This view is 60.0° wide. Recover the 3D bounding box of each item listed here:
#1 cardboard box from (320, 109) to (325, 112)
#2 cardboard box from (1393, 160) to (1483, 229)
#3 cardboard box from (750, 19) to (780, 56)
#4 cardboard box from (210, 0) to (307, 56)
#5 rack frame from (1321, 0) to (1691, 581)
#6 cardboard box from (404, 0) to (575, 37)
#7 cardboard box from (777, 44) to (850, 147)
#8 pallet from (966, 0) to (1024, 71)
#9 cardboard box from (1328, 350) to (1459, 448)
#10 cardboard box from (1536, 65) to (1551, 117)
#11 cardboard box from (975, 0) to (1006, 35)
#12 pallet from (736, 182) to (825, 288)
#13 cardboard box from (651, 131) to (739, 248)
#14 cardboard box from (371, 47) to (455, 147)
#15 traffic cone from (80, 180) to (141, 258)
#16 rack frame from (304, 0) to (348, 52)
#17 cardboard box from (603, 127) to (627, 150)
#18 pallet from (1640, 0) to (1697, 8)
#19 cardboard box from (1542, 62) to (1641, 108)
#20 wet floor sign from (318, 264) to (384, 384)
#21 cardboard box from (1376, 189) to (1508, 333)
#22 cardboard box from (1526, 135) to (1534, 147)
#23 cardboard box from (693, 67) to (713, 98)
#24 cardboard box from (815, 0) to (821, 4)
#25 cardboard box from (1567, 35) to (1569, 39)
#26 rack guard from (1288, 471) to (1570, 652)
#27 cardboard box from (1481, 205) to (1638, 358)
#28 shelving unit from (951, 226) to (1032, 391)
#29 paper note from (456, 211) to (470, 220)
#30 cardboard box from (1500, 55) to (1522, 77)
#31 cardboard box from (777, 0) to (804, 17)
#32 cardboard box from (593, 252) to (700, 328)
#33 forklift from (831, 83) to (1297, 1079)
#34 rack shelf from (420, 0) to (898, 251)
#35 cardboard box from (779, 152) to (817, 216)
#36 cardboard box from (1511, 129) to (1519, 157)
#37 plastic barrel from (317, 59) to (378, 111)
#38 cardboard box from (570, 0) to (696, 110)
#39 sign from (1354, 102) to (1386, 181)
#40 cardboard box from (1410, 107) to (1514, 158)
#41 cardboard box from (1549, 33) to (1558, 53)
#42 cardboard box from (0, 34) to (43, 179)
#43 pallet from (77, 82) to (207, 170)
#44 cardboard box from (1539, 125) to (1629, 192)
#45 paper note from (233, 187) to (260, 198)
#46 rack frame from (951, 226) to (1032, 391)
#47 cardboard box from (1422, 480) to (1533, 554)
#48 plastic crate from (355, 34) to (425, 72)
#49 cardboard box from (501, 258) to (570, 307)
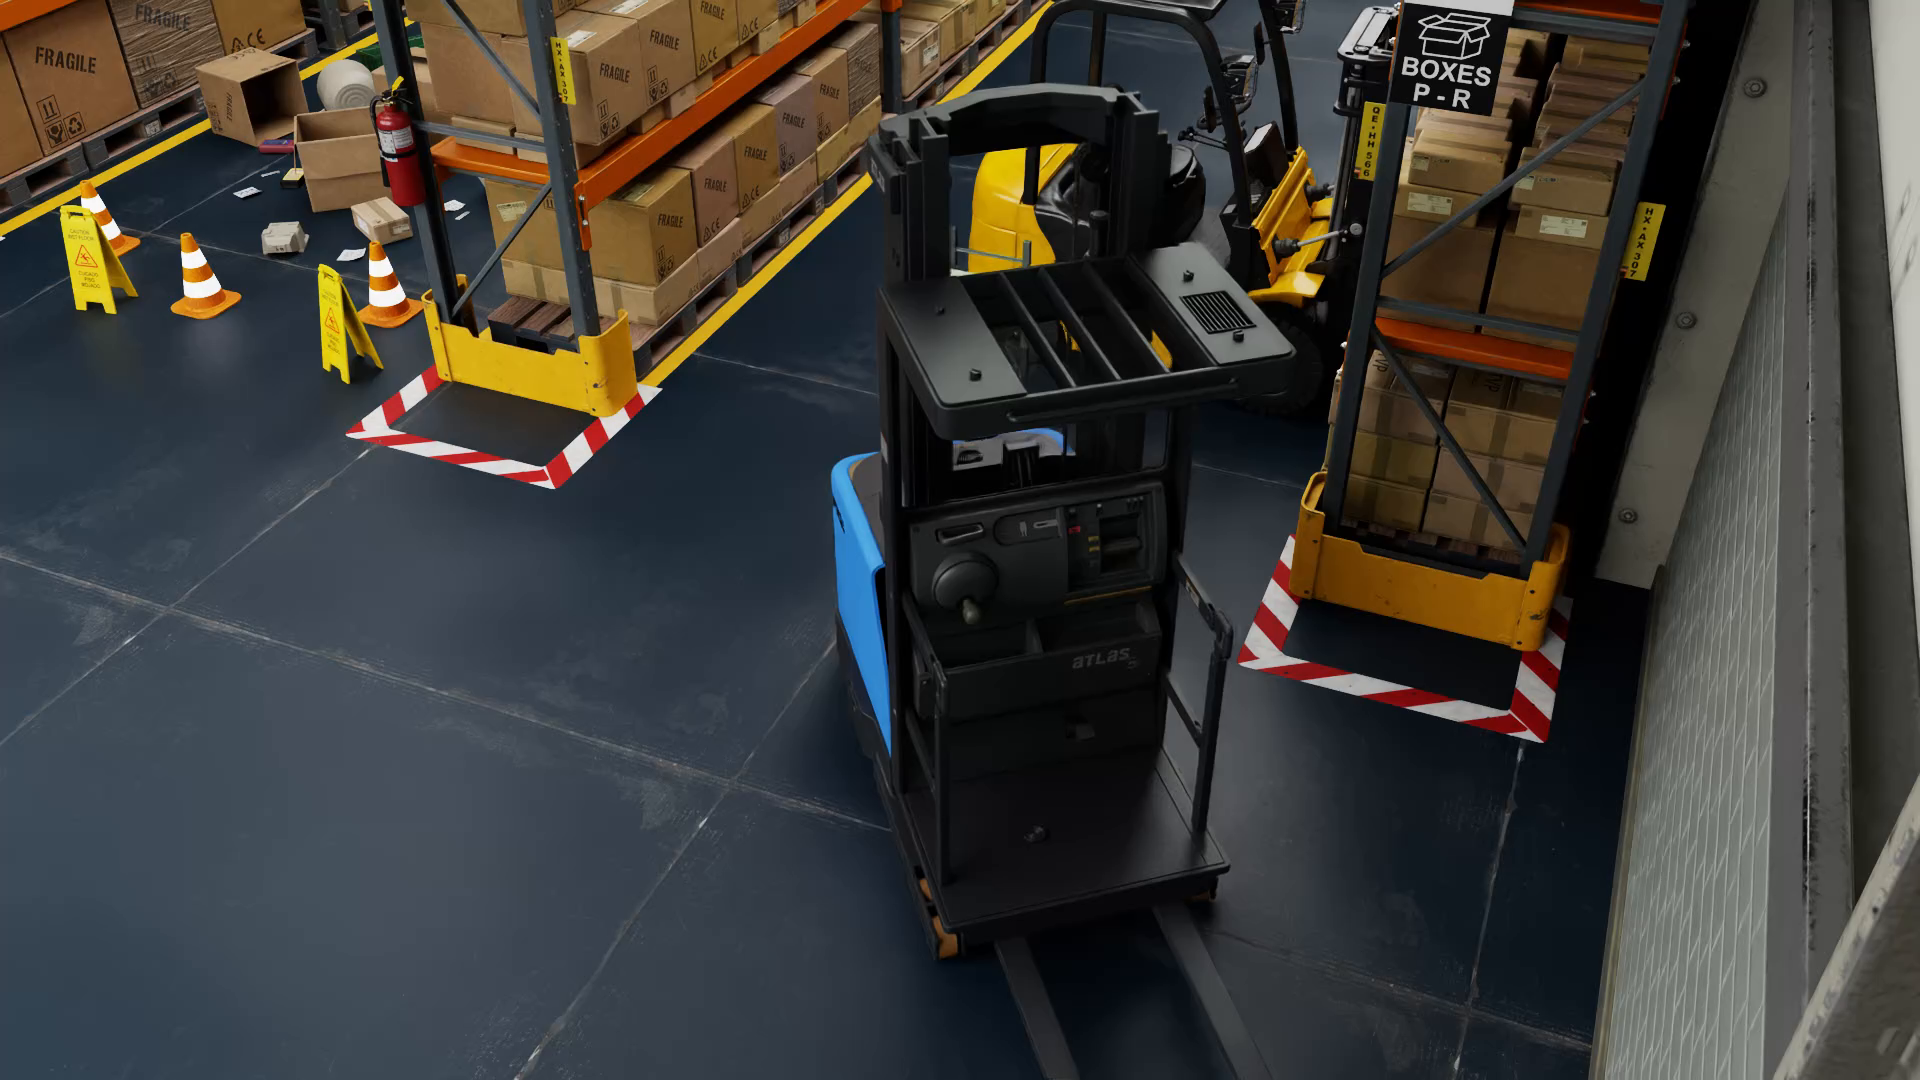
[{"bbox_3d":[-4.473,-2.871,11.869,0.396,0.266,0.258,21,42,25],"label":"cardboard box"},{"bbox_3d":[2.037,-1.478,7.096,0.380,0.149,0.250,14,39,18],"label":"cardboard box"},{"bbox_3d":[-1.319,-3.069,10.060,0.380,0.149,0.250,14,39,18],"label":"cardboard box"},{"bbox_3d":[-5.826,-4.322,12.951,0.875,0.875,0.875,14,39,18],"label":"cardboard box"},{"bbox_3d":[2.164,-0.922,6.978,1.000,3.000,0.127,14,39,18],"label":"rack frame"},{"bbox_3d":[-2.436,-2.943,8.515,0.700,0.500,0.500,13,39,17],"label":"cardboard box"},{"bbox_3d":[-1.075,-2.962,11.027,0.500,0.500,0.500,15,39,19],"label":"cardboard box"},{"bbox_3d":[-0.148,-4.258,13.770,1.003,0.211,1.213,14,39,18],"label":"pallet"},{"bbox_3d":[2.051,-0.715,7.812,0.500,0.250,0.500,15,39,19],"label":"cardboard box"},{"bbox_3d":[2.690,-2.144,8.530,0.500,0.500,0.500,14,39,18],"label":"cardboard box"},{"bbox_3d":[-0.175,-4.456,13.550,0.950,0.372,0.625,15,39,19],"label":"cardboard box"},{"bbox_3d":[-1.592,-2.091,10.871,1.003,0.211,1.213,14,39,18],"label":"pallet"},{"bbox_3d":[-1.662,-2.105,9.881,0.500,0.500,0.500,12,39,16],"label":"cardboard box"},{"bbox_3d":[-3.753,-3.174,11.963,0.797,0.637,0.503,14,39,18],"label":"cardboard box"},{"bbox_3d":[-5.529,-2.077,10.642,0.336,0.463,0.334,14,39,18],"label":"traffic cone"},{"bbox_3d":[-5.522,-5.337,12.885,1.000,3.000,0.127,14,39,18],"label":"rack frame"},{"bbox_3d":[-2.025,-2.234,8.943,0.380,0.149,0.250,14,39,18],"label":"cardboard box"},{"bbox_3d":[2.457,-2.474,6.622,1.003,0.211,1.213,14,39,18],"label":"pallet"},{"bbox_3d":[2.892,-2.050,7.614,0.380,0.149,0.250,15,39,19],"label":"cardboard box"},{"bbox_3d":[-3.490,-1.246,9.378,0.267,0.644,0.232,29,45,33],"label":"wet floor sign"},{"bbox_3d":[2.108,-1.294,7.393,0.500,0.500,0.500,13,39,17],"label":"cardboard box"},{"bbox_3d":[2.670,-1.641,7.314,0.380,0.149,0.250,13,39,17],"label":"cardboard box"},{"bbox_3d":[-1.642,-2.643,9.491,0.380,0.149,0.250,15,39,19],"label":"cardboard box"},{"bbox_3d":[-1.114,-3.516,10.659,0.380,0.149,0.250,13,39,17],"label":"cardboard box"},{"bbox_3d":[3.201,-2.475,8.183,0.380,0.149,0.250,15,39,19],"label":"cardboard box"},{"bbox_3d":[2.155,0.092,7.709,1.175,0.500,0.348,14,39,18],"label":"rack guard"},{"bbox_3d":[2.609,-1.173,7.231,0.500,0.500,0.500,15,39,19],"label":"cardboard box"},{"bbox_3d":[-0.003,-0.597,7.796,0.431,1.500,0.755,14,39,18],"label":"shelving unit"},{"bbox_3d":[-3.335,-2.177,11.154,0.032,0.001,0.123,14,39,18],"label":"paper note"},{"bbox_3d":[2.405,-2.172,7.777,0.380,0.149,0.250,15,39,19],"label":"cardboard box"},{"bbox_3d":[-1.228,-3.547,10.158,0.500,0.500,0.500,15,39,19],"label":"cardboard box"},{"bbox_3d":[-1.865,-1.501,9.699,0.500,0.250,0.500,14,39,17],"label":"cardboard box"},{"bbox_3d":[0.342,0.113,5.650,1.130,2.935,3.031,-10,38,-13],"label":"forklift"},{"bbox_3d":[-1.667,-2.870,10.185,1.077,0.370,4.000,14,39,18],"label":"rack shelf"},{"bbox_3d":[-1.274,-2.366,10.856,0.500,0.250,0.500,14,39,18],"label":"cardboard box"},{"bbox_3d":[2.366,-1.890,7.648,0.380,0.149,0.250,14,39,17],"label":"cardboard box"},{"bbox_3d":[-4.535,-3.328,12.348,0.421,0.421,0.512,-17,40,-22],"label":"plastic barrel"},{"bbox_3d":[-1.797,-2.697,9.020,0.500,0.500,0.500,15,39,19],"label":"cardboard box"},{"bbox_3d":[1.667,-1.612,6.736,0.100,0.325,0.005,14,39,18],"label":"sign"},{"bbox_3d":[2.170,-1.731,7.187,0.380,0.149,0.250,14,39,18],"label":"cardboard box"},{"bbox_3d":[2.795,-2.573,8.314,0.380,0.149,0.250,14,39,18],"label":"cardboard box"},{"bbox_3d":[-6.847,-2.830,10.955,0.875,0.875,0.875,14,39,18],"label":"cardboard box"},{"bbox_3d":[-6.347,-3.139,12.273,1.003,0.211,1.213,14,39,18],"label":"pallet"},{"bbox_3d":[2.648,-1.611,7.027,0.380,0.149,0.250,15,39,19],"label":"cardboard box"},{"bbox_3d":[-4.893,-2.391,11.425,0.144,0.017,0.142,29,45,33],"label":"paper note"},{"bbox_3d":[0.137,-0.800,8.067,0.400,1.500,0.023,14,39,18],"label":"rack frame"},{"bbox_3d":[2.531,-0.216,7.980,0.500,0.250,0.500,14,39,18],"label":"cardboard box"},{"bbox_3d":[-4.377,-3.839,13.181,0.662,0.188,0.450,-25,33,-29],"label":"plastic crate"},{"bbox_3d":[-2.360,-1.640,9.884,0.500,0.250,0.500,14,39,18],"label":"cardboard box"}]
